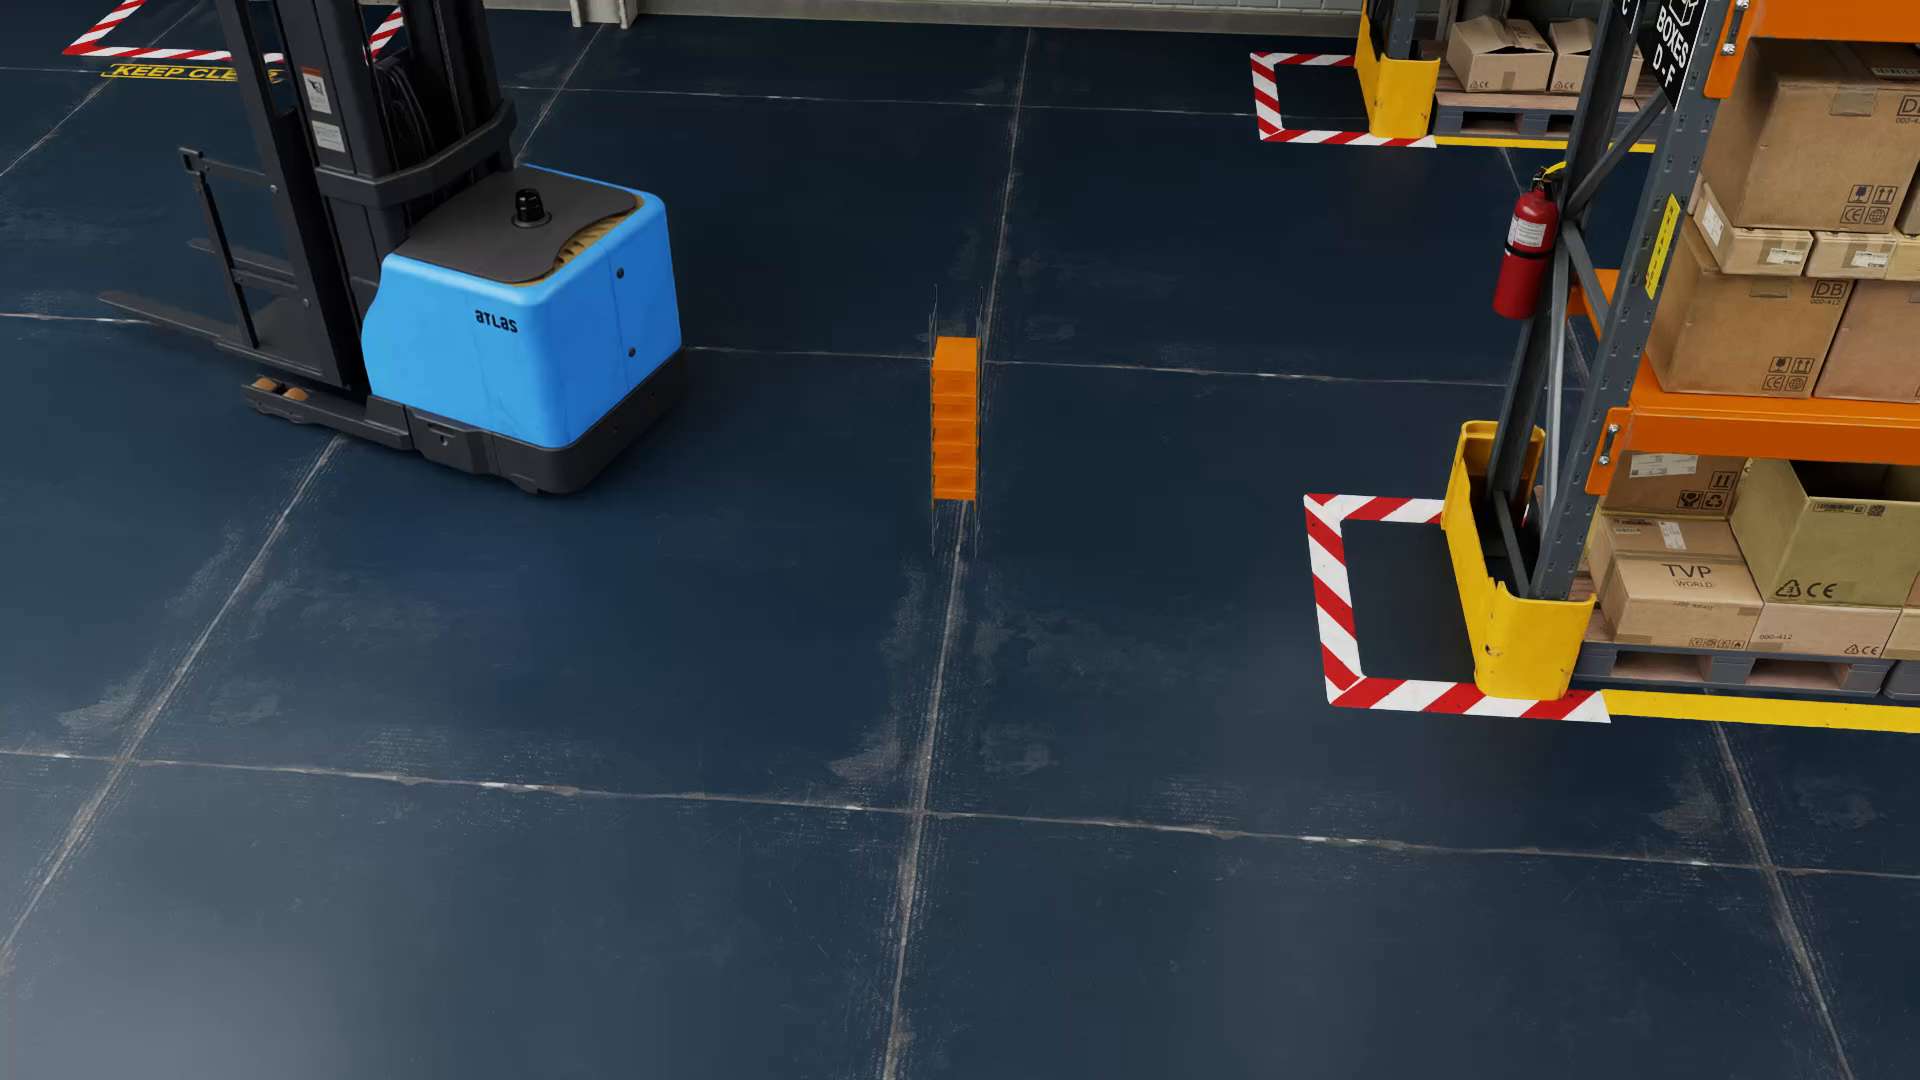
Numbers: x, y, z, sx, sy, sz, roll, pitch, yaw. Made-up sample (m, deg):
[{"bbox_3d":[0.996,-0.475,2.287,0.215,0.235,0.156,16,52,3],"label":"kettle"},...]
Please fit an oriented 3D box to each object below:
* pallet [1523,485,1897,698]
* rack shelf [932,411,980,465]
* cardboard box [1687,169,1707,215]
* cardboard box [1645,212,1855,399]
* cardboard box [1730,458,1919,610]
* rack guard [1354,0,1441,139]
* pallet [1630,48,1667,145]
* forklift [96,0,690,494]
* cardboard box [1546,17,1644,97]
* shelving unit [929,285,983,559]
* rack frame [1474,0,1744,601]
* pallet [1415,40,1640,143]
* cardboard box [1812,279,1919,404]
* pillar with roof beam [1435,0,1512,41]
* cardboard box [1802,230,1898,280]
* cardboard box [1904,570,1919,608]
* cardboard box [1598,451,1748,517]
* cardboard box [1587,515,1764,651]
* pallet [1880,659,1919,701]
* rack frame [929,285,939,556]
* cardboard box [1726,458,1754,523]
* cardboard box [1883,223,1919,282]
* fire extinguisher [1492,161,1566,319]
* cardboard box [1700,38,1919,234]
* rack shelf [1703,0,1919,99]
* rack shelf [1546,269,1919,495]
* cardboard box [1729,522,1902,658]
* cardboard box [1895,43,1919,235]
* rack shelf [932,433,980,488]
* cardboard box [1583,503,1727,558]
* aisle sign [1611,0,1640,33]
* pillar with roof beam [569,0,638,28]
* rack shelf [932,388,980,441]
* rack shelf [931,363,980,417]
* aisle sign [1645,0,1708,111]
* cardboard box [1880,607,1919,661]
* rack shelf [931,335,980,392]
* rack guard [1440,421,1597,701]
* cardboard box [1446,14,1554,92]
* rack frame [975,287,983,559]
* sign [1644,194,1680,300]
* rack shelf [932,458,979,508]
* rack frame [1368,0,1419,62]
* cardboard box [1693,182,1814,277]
[{"bbox_3d":[3.040,0.188,6.851,1.213,0.211,1.003,3,39,4],"label":"pallet"},{"bbox_3d":[-0.014,-0.432,6.900,0.180,0.103,0.258,3,39,4],"label":"rack shelf"},{"bbox_3d":[2.671,-1.298,5.875,0.250,0.149,0.380,3,39,3],"label":"cardboard box"},{"bbox_3d":[2.738,-0.914,5.917,0.500,0.500,0.700,3,39,4],"label":"cardboard box"},{"bbox_3d":[3.288,-0.101,6.249,0.500,0.500,0.500,3,39,4],"label":"cardboard box"},{"bbox_3d":[2.774,-3.051,10.602,0.348,0.500,1.175,3,39,4],"label":"rack guard"},{"bbox_3d":[4.792,-2.804,10.528,1.213,0.211,1.003,3,39,4],"label":"pallet"},{"bbox_3d":[-2.863,-1.974,7.353,3.031,2.935,1.130,17,42,20],"label":"forklift"},{"bbox_3d":[3.947,-3.027,10.374,0.500,0.311,0.500,6,40,8],"label":"cardboard box"},{"bbox_3d":[-0.014,-0.466,6.872,0.189,1.200,0.258,3,39,4],"label":"shelving unit"},{"bbox_3d":[2.274,-0.909,5.990,0.127,3.000,1.000,3,39,4],"label":"rack frame"},{"bbox_3d":[3.580,-2.872,10.611,1.213,0.211,1.003,3,39,4],"label":"pallet"},{"bbox_3d":[3.262,-0.888,5.886,0.500,0.500,0.700,4,39,5],"label":"cardboard box"},{"bbox_3d":[3.098,-4.149,5.219,0.400,9.000,9.100,3,39,4],"label":"pillar with roof beam"},{"bbox_3d":[2.910,-1.029,5.545,0.250,0.149,0.380,2,39,3],"label":"cardboard box"},{"bbox_3d":[3.787,-0.082,6.225,0.500,0.500,0.500,3,39,4],"label":"cardboard box"},{"bbox_3d":[2.834,-0.454,6.683,0.500,0.500,0.500,3,39,4],"label":"cardboard box"},{"bbox_3d":[2.789,0.164,6.518,0.500,0.250,0.500,3,39,4],"label":"cardboard box"},{"bbox_3d":[4.252,0.256,6.768,1.213,0.211,1.003,3,39,4],"label":"pallet"},{"bbox_3d":[-0.106,-0.471,6.878,0.006,1.200,0.240,3,39,4],"label":"rack frame"},{"bbox_3d":[3.333,-0.142,6.894,0.500,0.250,0.500,3,39,4],"label":"cardboard box"},{"bbox_3d":[3.158,-1.015,5.528,0.250,0.149,0.380,3,39,4],"label":"cardboard box"},{"bbox_3d":[2.196,-1.177,6.381,0.183,0.674,0.296,3,39,4],"label":"fire extinguisher"},{"bbox_3d":[2.791,-1.414,5.504,0.500,0.500,0.700,3,39,4],"label":"cardboard box"},{"bbox_3d":[4.267,-1.684,5.136,4.000,0.370,1.077,3,39,4],"label":"rack shelf"},{"bbox_3d":[4.267,-0.521,6.083,4.000,0.370,1.077,3,39,4],"label":"rack shelf"},{"bbox_3d":[3.288,0.189,6.487,0.500,0.250,0.500,3,39,4],"label":"cardboard box"},{"bbox_3d":[3.315,-1.389,5.473,0.500,0.500,0.700,2,39,3],"label":"cardboard box"},{"bbox_3d":[-0.014,-0.339,6.976,0.180,0.103,0.258,3,39,4],"label":"rack shelf"},{"bbox_3d":[2.834,-0.162,6.918,0.500,0.250,0.500,3,39,4],"label":"cardboard box"},{"bbox_3d":[2.234,-2.105,5.401,0.004,0.787,0.394,3,39,4],"label":"aisle sign"},{"bbox_3d":[-2.879,-4.476,5.621,0.400,9.000,9.100,3,39,4],"label":"pillar with roof beam"},{"bbox_3d":[-0.014,-0.525,6.824,0.180,0.103,0.258,3,39,4],"label":"rack shelf"},{"bbox_3d":[-0.014,-0.618,6.749,0.180,0.103,0.258,3,39,4],"label":"rack shelf"},{"bbox_3d":[2.182,-1.728,4.937,0.004,0.787,0.394,3,39,4],"label":"aisle sign"},{"bbox_3d":[3.786,0.217,6.453,0.500,0.250,0.500,3,39,4],"label":"cardboard box"},{"bbox_3d":[-0.014,-0.711,6.673,0.180,0.103,0.258,3,39,4],"label":"rack shelf"},{"bbox_3d":[2.250,0.060,6.781,0.348,0.500,1.175,3,39,4],"label":"rack guard"},{"bbox_3d":[3.379,-3.058,10.412,0.500,0.311,0.500,-1,39,-1],"label":"cardboard box"},{"bbox_3d":[0.077,-0.461,6.866,0.006,1.200,0.240,3,39,4],"label":"rack frame"},{"bbox_3d":[2.220,-0.926,5.263,0.005,0.325,0.100,3,39,4],"label":"sign"},{"bbox_3d":[-0.014,-0.246,7.052,0.180,0.103,0.258,3,39,4],"label":"rack shelf"},{"bbox_3d":[2.698,-4.024,9.818,0.127,3.000,1.000,3,39,4],"label":"rack frame"},{"bbox_3d":[2.646,-1.042,5.561,0.250,0.149,0.380,3,39,4],"label":"cardboard box"}]
